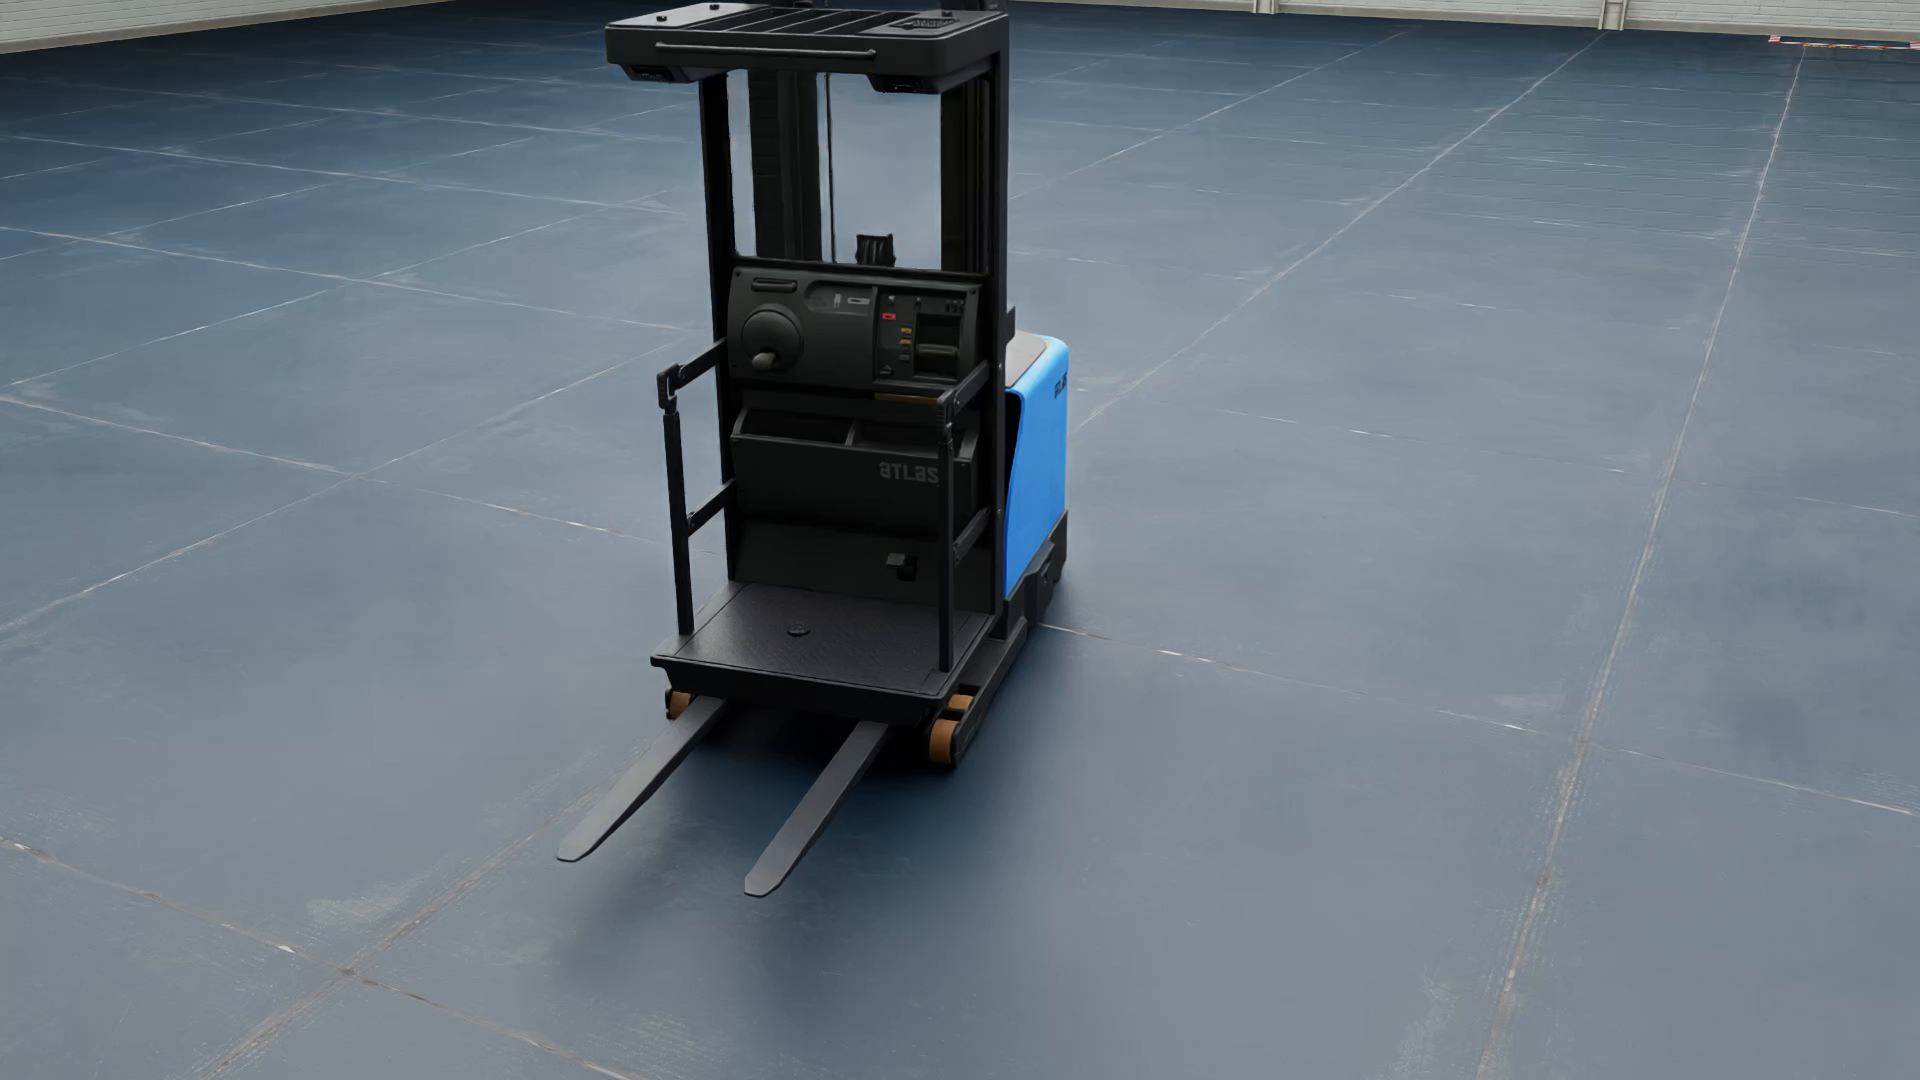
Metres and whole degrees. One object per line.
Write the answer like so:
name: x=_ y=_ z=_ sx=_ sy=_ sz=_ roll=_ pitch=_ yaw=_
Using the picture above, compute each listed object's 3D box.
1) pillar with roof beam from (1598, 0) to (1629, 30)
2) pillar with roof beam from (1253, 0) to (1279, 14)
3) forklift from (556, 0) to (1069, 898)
pillar with roof beam: x=9.009 y=-11.230 z=22.658 sx=0.400 sy=9.000 sz=9.100 roll=11 pitch=25 yaw=25
pillar with roof beam: x=3.655 y=-12.290 z=25.149 sx=0.400 sy=9.000 sz=9.100 roll=11 pitch=25 yaw=25
forklift: x=-0.444 y=-0.725 z=5.709 sx=1.130 sy=2.935 sz=3.031 roll=7 pitch=24 yaw=16
